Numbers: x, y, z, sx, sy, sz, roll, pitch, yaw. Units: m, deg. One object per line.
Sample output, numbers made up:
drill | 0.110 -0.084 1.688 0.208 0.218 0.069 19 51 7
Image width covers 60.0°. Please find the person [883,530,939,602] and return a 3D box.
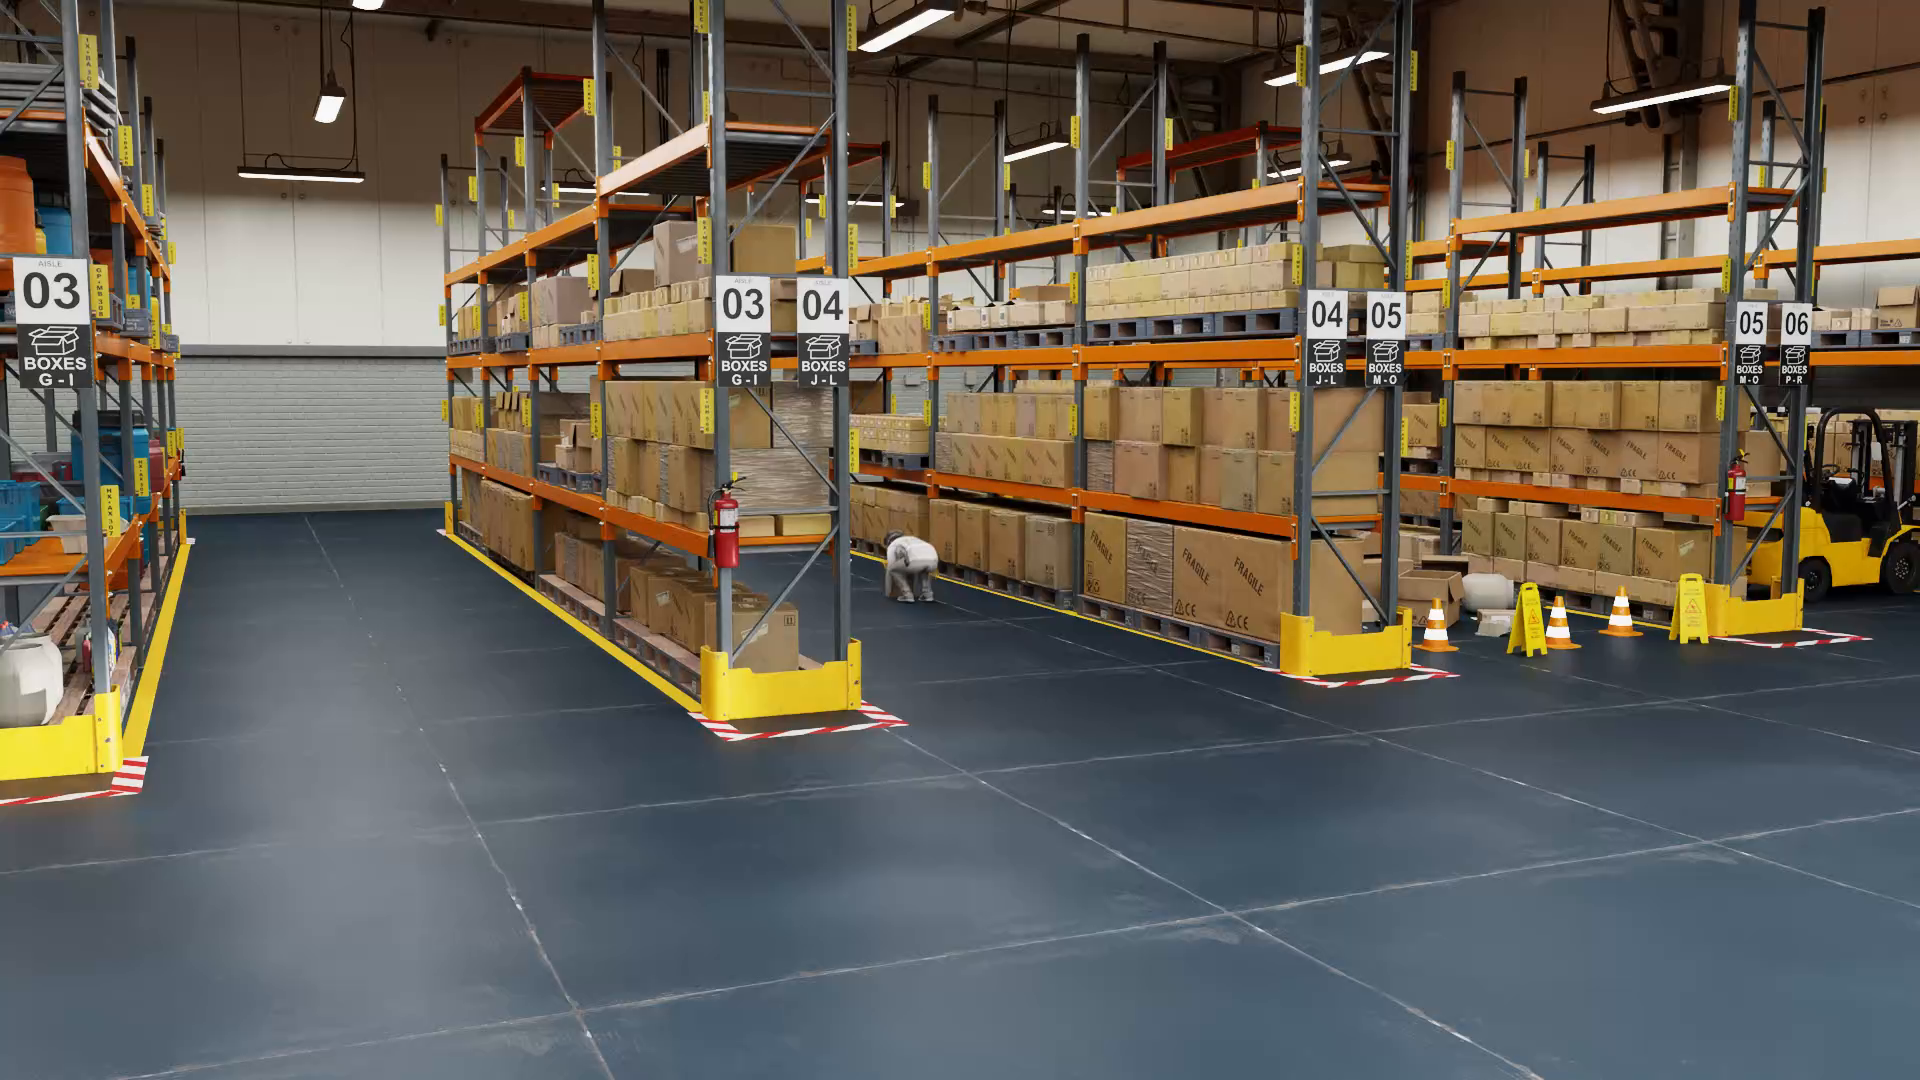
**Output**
person | -0.566 0.304 18.662 0.456 0.780 0.908 -3 6 -25
